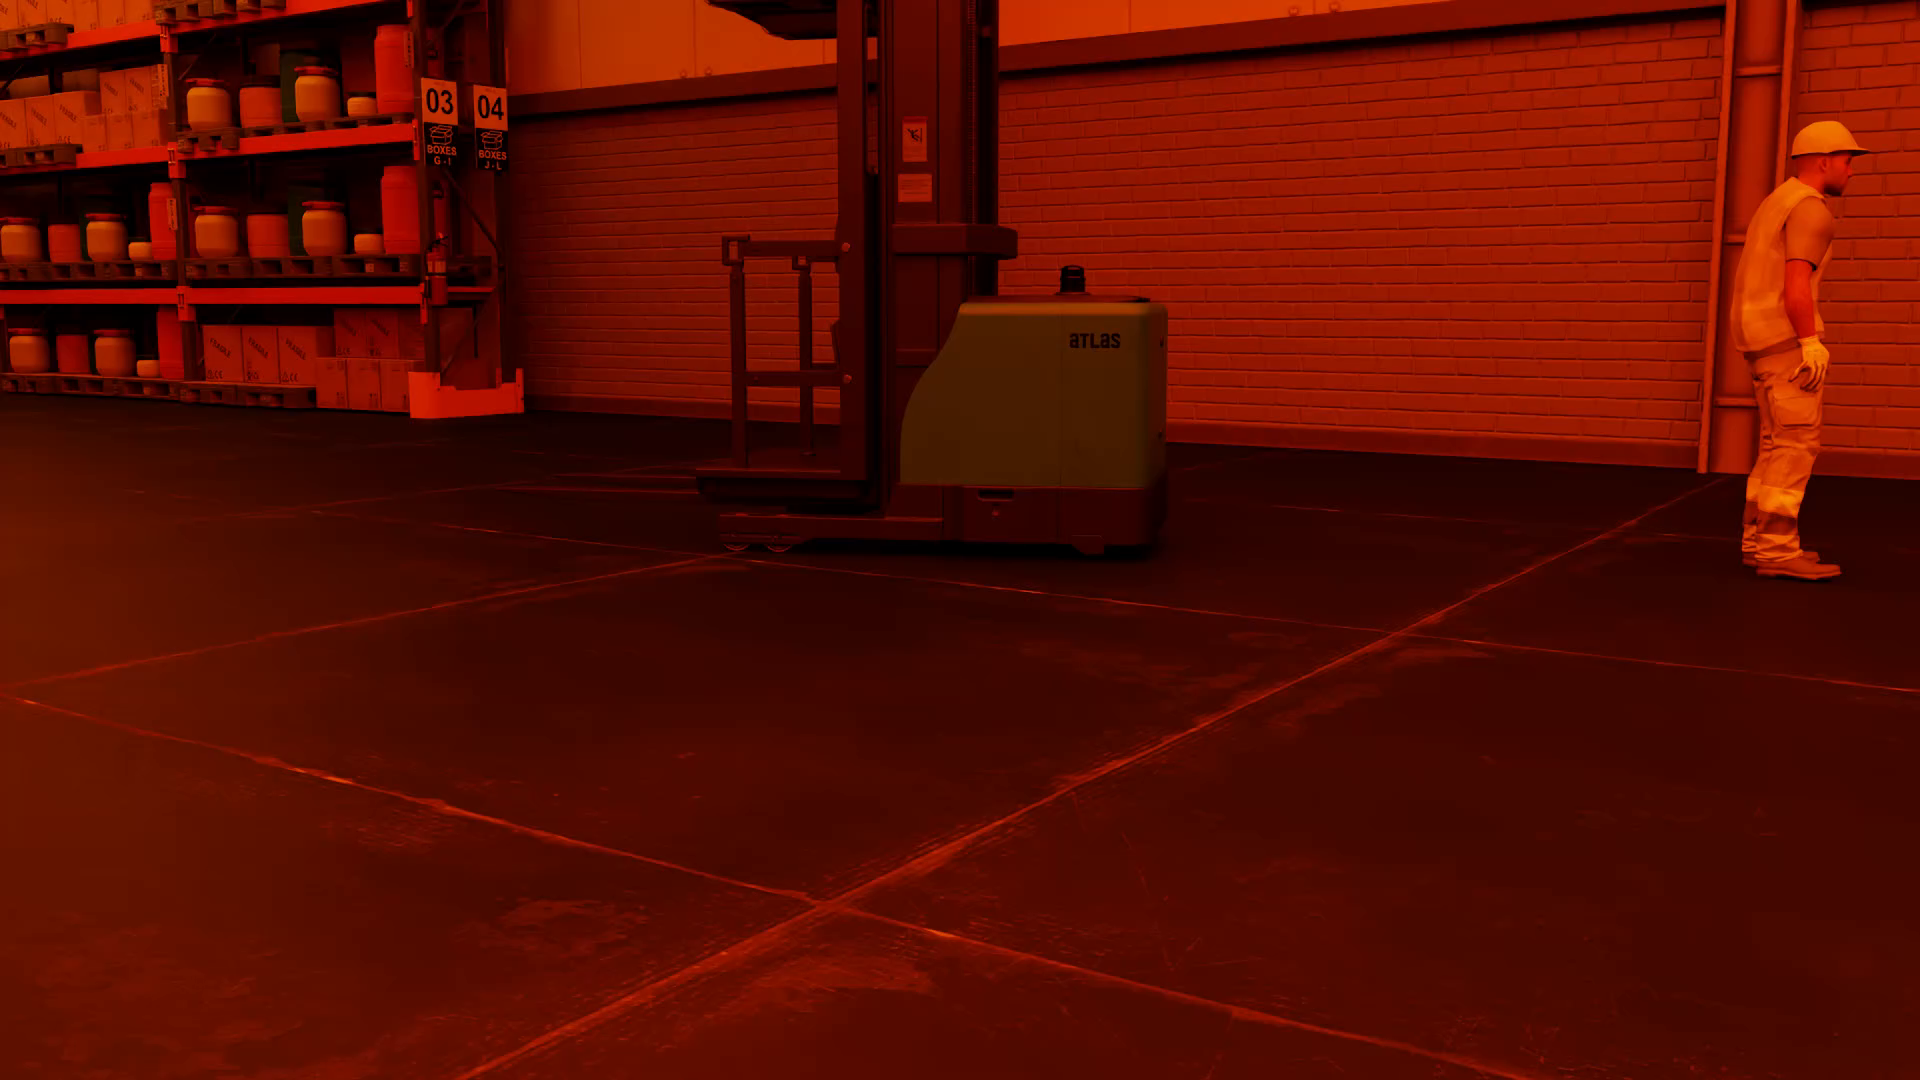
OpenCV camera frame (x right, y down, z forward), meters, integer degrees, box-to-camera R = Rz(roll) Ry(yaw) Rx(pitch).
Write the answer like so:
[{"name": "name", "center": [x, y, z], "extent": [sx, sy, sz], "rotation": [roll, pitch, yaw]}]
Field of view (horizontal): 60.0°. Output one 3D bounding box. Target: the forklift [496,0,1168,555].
[{"name": "forklift", "center": [-0.596, -1.469, 7.520], "extent": [3.031, 2.935, 1.130], "rotation": [2, 8, 12]}]

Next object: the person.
[{"name": "person", "center": [3.313, -0.754, 6.604], "extent": [0.454, 1.777, 0.608], "rotation": [2, 8, 14]}]
